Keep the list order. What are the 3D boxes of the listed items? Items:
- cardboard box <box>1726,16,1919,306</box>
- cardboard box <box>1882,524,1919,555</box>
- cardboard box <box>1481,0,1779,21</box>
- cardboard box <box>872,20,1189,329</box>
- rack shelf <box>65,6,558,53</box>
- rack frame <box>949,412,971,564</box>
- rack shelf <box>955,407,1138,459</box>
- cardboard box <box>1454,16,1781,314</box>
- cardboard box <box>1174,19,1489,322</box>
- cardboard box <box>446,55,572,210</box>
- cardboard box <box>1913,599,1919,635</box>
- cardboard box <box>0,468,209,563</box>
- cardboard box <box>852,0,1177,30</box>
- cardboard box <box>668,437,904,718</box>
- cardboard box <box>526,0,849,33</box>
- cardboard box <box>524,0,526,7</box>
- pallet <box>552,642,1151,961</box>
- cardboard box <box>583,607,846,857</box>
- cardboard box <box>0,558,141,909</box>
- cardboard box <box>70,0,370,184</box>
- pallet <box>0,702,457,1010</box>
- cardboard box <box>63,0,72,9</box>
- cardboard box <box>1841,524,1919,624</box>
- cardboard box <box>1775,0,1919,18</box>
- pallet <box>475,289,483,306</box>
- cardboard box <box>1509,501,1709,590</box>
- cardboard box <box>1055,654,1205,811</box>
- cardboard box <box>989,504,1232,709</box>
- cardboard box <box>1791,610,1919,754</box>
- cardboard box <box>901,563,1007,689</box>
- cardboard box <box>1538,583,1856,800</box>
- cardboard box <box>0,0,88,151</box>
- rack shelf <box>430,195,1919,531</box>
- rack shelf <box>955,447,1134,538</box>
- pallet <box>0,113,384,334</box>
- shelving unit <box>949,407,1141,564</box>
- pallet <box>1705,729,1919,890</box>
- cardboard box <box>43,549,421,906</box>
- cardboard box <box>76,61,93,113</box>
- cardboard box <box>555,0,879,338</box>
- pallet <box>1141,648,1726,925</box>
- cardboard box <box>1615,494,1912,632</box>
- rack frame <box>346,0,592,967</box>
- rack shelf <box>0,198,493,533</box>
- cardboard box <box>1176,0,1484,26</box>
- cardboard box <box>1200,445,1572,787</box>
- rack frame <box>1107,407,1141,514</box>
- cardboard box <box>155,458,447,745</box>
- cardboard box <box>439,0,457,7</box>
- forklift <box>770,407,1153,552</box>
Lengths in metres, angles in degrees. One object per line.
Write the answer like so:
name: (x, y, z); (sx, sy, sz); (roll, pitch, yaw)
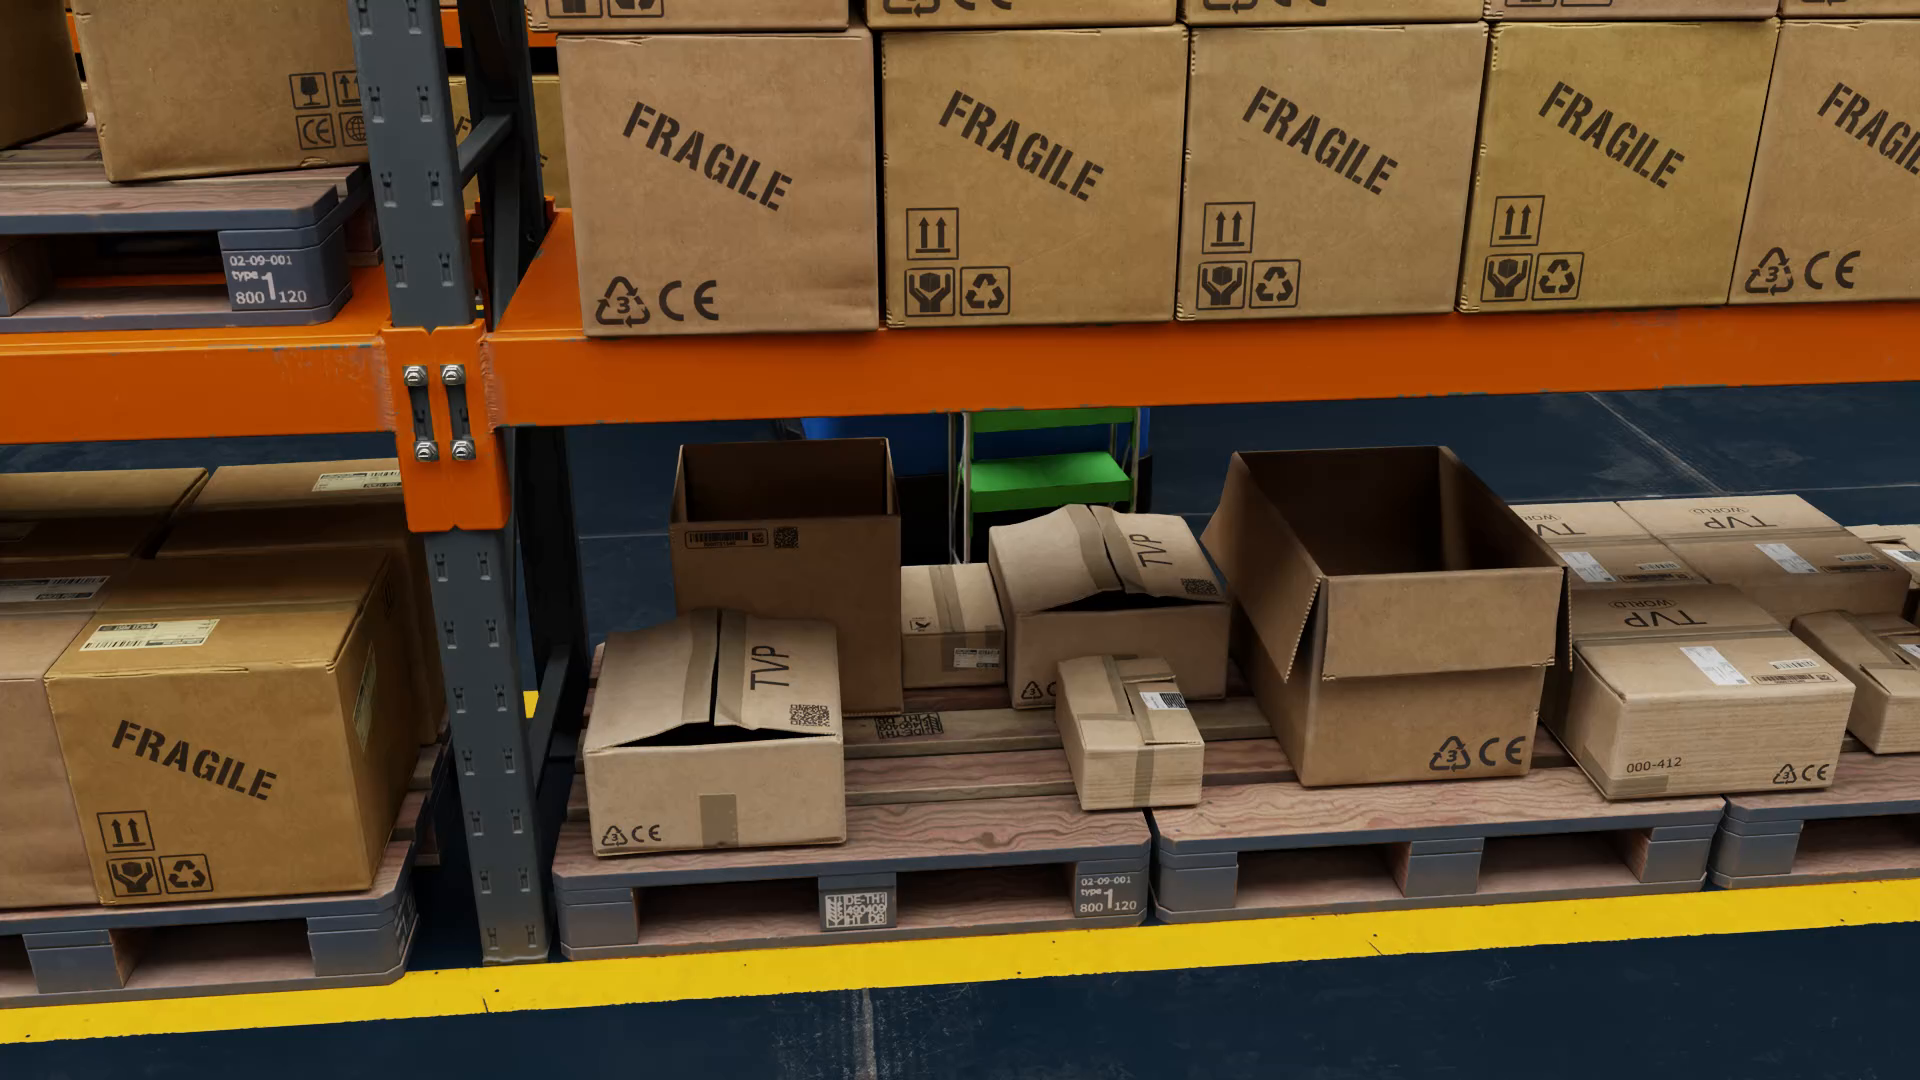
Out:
cardboard box: (1.609, -0.758, 3.140); (0.500, 0.500, 0.500); (-2, 24, -5)
cardboard box: (2.590, 0.099, 4.302); (0.250, 0.149, 0.380); (-2, 24, -5)
cardboard box: (1.096, -1.190, 2.881); (0.500, 0.500, 0.500); (-2, 24, -4)
cardboard box: (0.104, -0.698, 3.005); (0.500, 0.500, 0.500); (-2, 24, -4)
rack shelf: (-3.421, -2.314, 7.649); (4.000, 0.370, 1.077); (-2, 24, -5)
rack frame: (-0.001, -0.399, 4.671); (0.015, 1.200, 0.240); (-5, 24, -11)
rack shelf: (0.238, -0.361, 4.743); (0.480, 0.148, 0.258); (-5, 24, -11)
cardboard box: (1.108, -0.738, 3.095); (0.500, 0.500, 0.500); (-3, 24, -6)
cardboard box: (0.602, -0.717, 3.048); (0.500, 0.500, 0.500); (-2, 24, -5)
cardboard box: (-2.064, -1.854, 7.857); (0.750, 0.750, 0.750); (-2, 24, -5)
cardboard box: (2.524, 0.182, 3.683); (0.500, 0.500, 0.500); (-2, 24, -5)
cardboard box: (-1.975, 0.167, 3.717); (0.500, 0.500, 0.500); (-2, 24, -4)
cardboard box: (0.070, -1.149, 2.788); (0.500, 0.500, 0.500); (-3, 24, -7)
cardboard box: (-0.401, 0.083, 3.906); (0.500, 0.500, 0.500); (-2, 24, -5)
cardboard box: (-0.443, -1.128, 2.741); (0.500, 0.500, 0.500); (-2, 24, -4)
cardboard box: (-1.988, -2.470, 7.398); (0.250, 0.149, 0.380); (-2, 24, -4)
pallet: (-0.256, 0.527, 3.805); (1.213, 0.211, 1.003); (-2, 24, -5)
cardboard box: (-0.501, 0.378, 3.476); (0.500, 0.311, 0.500); (-2, 24, -5)
cardboard box: (-1.895, 0.372, 3.255); (0.500, 0.500, 0.500); (-2, 24, -5)
cardboard box: (-1.433, -1.030, 3.233); (0.500, 0.500, 0.700); (-11, 26, -23)
pallet: (-1.745, 0.601, 3.637); (1.213, 0.211, 1.003); (-2, 24, -5)
cardboard box: (-3.783, -2.440, 7.330); (0.250, 0.149, 0.380); (-2, 24, -4)
cardboard box: (2.342, 0.101, 4.276); (0.250, 0.166, 0.380); (-2, 24, -5)
cardboard box: (1.607, -1.211, 2.927); (0.500, 0.500, 0.500); (-2, 24, -4)
pallet: (-2.191, -1.387, 8.111); (1.213, 0.211, 1.003); (-2, 24, -5)
cardboard box: (1.477, 0.122, 4.126); (0.500, 0.250, 0.500); (-2, 24, -5)
cardboard box: (0.359, 0.405, 3.592); (0.250, 0.166, 0.380); (-2, 24, -5)
cardboard box: (0.346, 0.140, 4.011); (0.500, 0.311, 0.500); (-2, 24, -5)
cardboard box: (2.112, 0.314, 3.796); (0.250, 0.166, 0.380); (-2, 24, -5)
cardboard box: (-0.033, 0.204, 4.065); (0.250, 0.149, 0.380); (-2, 24, -5)
cardboard box: (1.576, 0.322, 3.676); (0.500, 0.250, 0.500); (-2, 24, -5)
cardboard box: (-2.111, -0.977, 3.114); (0.500, 0.500, 0.700); (1, 24, 3)
rack shelf: (1.051, -0.472, 3.504); (4.000, 0.370, 1.077); (-2, 24, -5)
rack shelf: (0.238, -0.142, 4.840); (0.480, 0.148, 0.258); (-5, 24, -11)
pallet: (-1.746, -0.645, 3.245); (1.213, 0.211, 1.003); (-2, 24, -5)
shelving unit: (0.238, -0.420, 4.717); (0.503, 1.200, 0.258); (-5, 24, -11)
pallet: (2.172, 0.429, 4.025); (1.213, 0.211, 1.003); (-2, 24, -5)
cardboard box: (-1.403, 0.356, 3.292); (0.500, 0.500, 0.500); (-2, 24, -5)
cardboard box: (-3.794, -1.781, 7.694); (0.750, 0.750, 0.750); (-2, 24, -5)
cardboard box: (-0.406, -0.677, 2.956); (0.500, 0.500, 0.500); (-2, 24, -4)
pallet: (0.961, 0.477, 3.918); (1.213, 0.211, 1.003); (-2, 24, -5)
cardboard box: (1.974, 0.102, 4.171); (0.500, 0.250, 0.500); (-2, 24, -5)
rack frame: (-0.940, -0.721, 3.178); (0.127, 3.000, 1.000); (-2, 24, -5)
rack shelf: (-2.930, -0.312, 3.145); (4.000, 0.370, 1.077); (-2, 24, -5)
cardboard box: (0.582, -1.169, 2.834); (0.500, 0.500, 0.500); (-3, 24, -7)
cardboard box: (0.929, 0.142, 3.769); (0.637, 0.503, 0.797); (-2, 24, -5)
rack frame: (0.477, -0.440, 4.762); (0.015, 1.200, 0.240); (-5, 24, -11)
cardboard box: (-1.445, 0.141, 3.775); (0.500, 0.500, 0.500); (-3, 24, -8)
cardboard box: (-2.250, -2.477, 7.415); (0.250, 0.149, 0.380); (-2, 24, -3)
forklift: (-0.196, -1.863, 5.832); (1.130, 2.935, 3.031); (-5, 24, -10)
